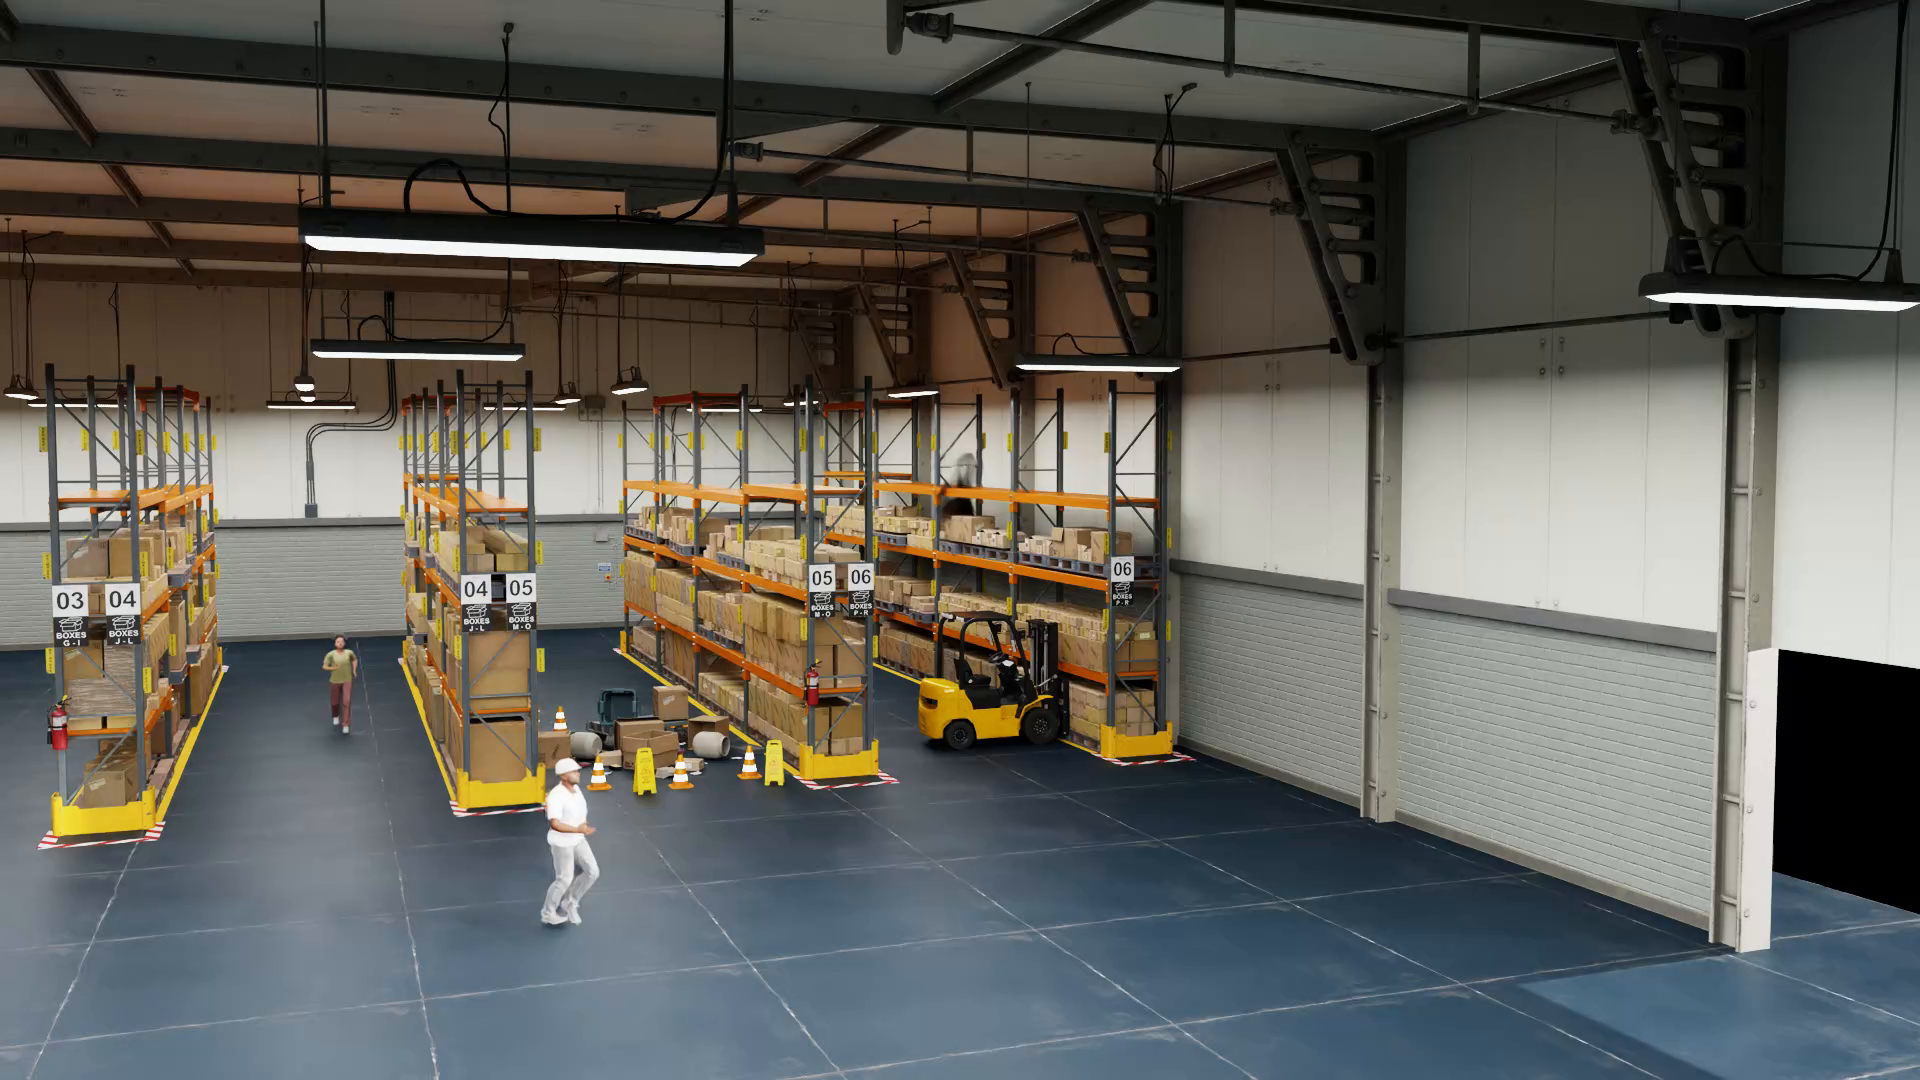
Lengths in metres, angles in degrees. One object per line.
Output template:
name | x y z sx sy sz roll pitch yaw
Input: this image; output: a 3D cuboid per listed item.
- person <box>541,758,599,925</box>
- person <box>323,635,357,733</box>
person | -4.002 3.131 17.160 0.684 1.781 0.734 1 3 16
person | -10.718 2.467 28.786 0.579 1.647 0.963 -2 4 -24
